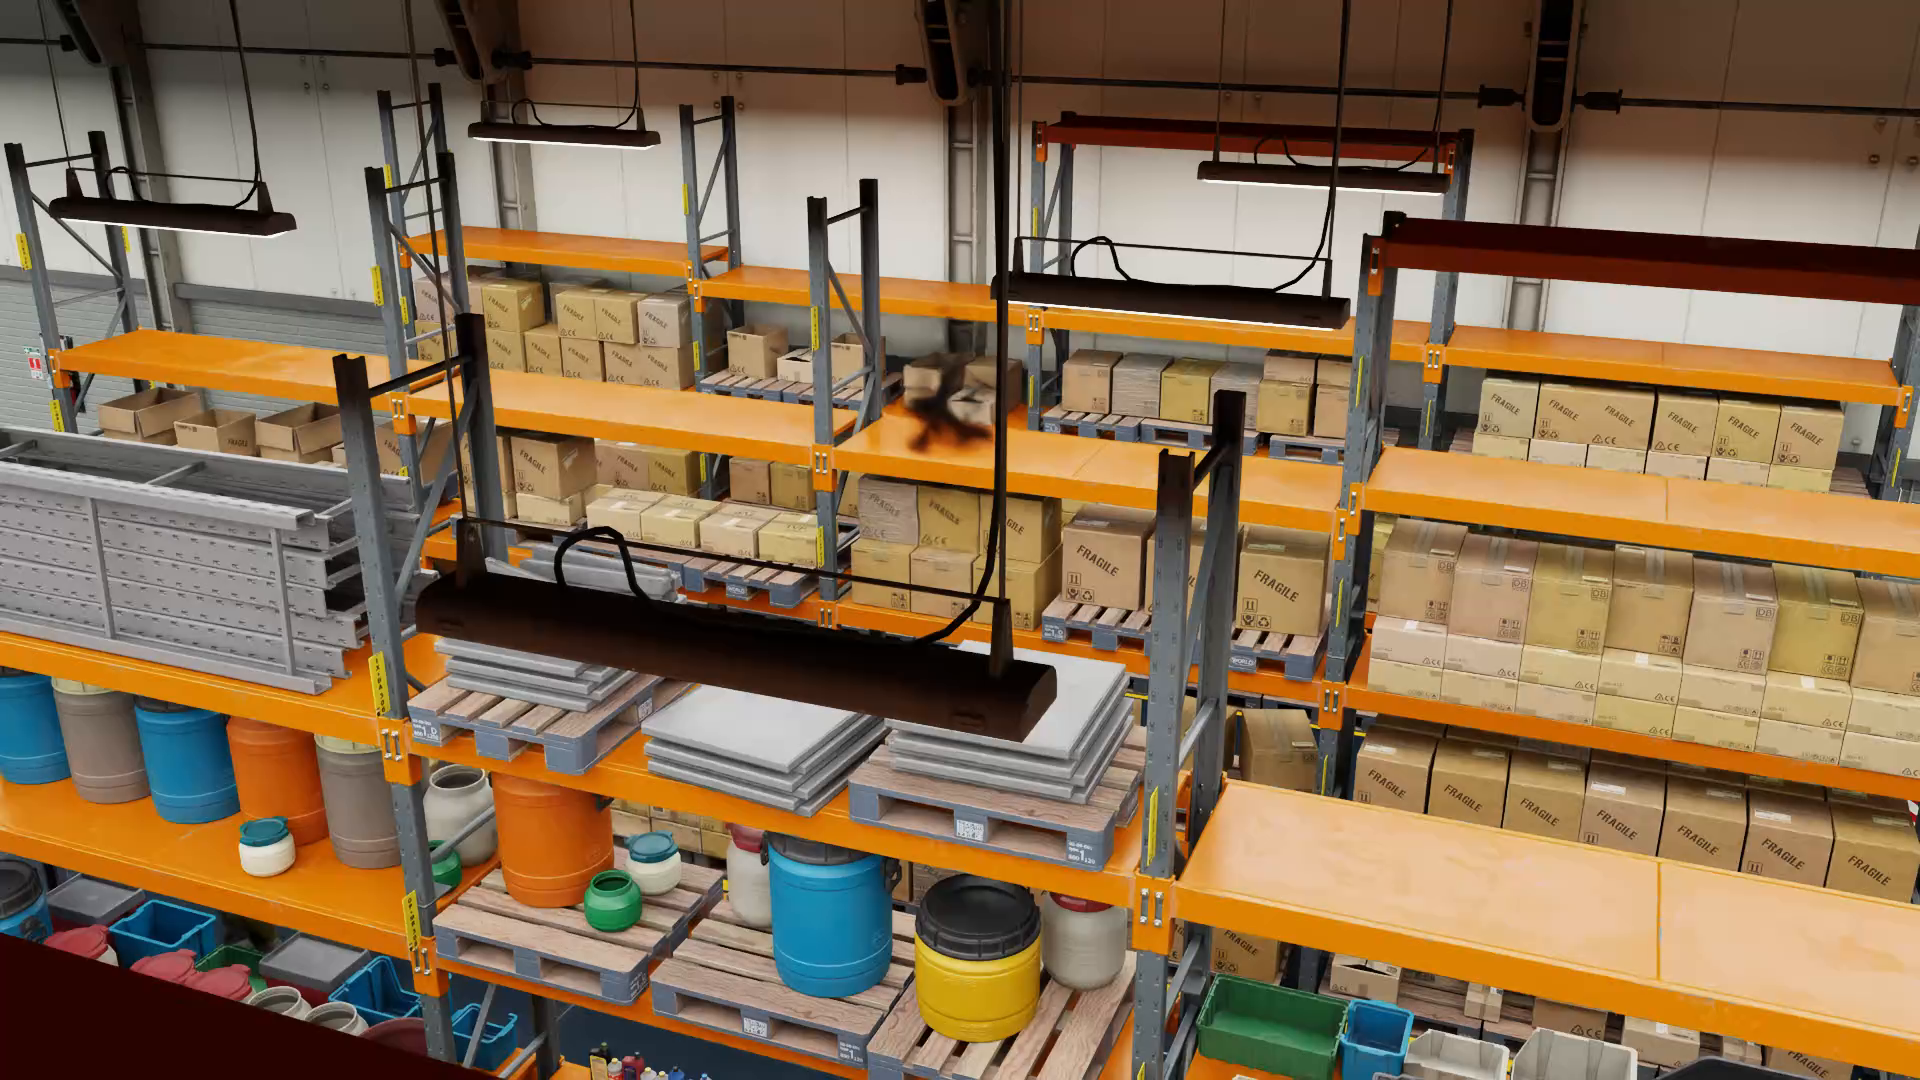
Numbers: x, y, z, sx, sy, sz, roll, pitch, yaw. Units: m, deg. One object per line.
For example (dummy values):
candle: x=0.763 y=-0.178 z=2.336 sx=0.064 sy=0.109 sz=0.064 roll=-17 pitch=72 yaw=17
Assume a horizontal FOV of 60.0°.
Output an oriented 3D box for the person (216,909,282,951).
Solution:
person: x=-5.894 y=2.528 z=13.278 sx=0.787 sy=1.823 sz=0.671 roll=2 pitch=21 yaw=4
